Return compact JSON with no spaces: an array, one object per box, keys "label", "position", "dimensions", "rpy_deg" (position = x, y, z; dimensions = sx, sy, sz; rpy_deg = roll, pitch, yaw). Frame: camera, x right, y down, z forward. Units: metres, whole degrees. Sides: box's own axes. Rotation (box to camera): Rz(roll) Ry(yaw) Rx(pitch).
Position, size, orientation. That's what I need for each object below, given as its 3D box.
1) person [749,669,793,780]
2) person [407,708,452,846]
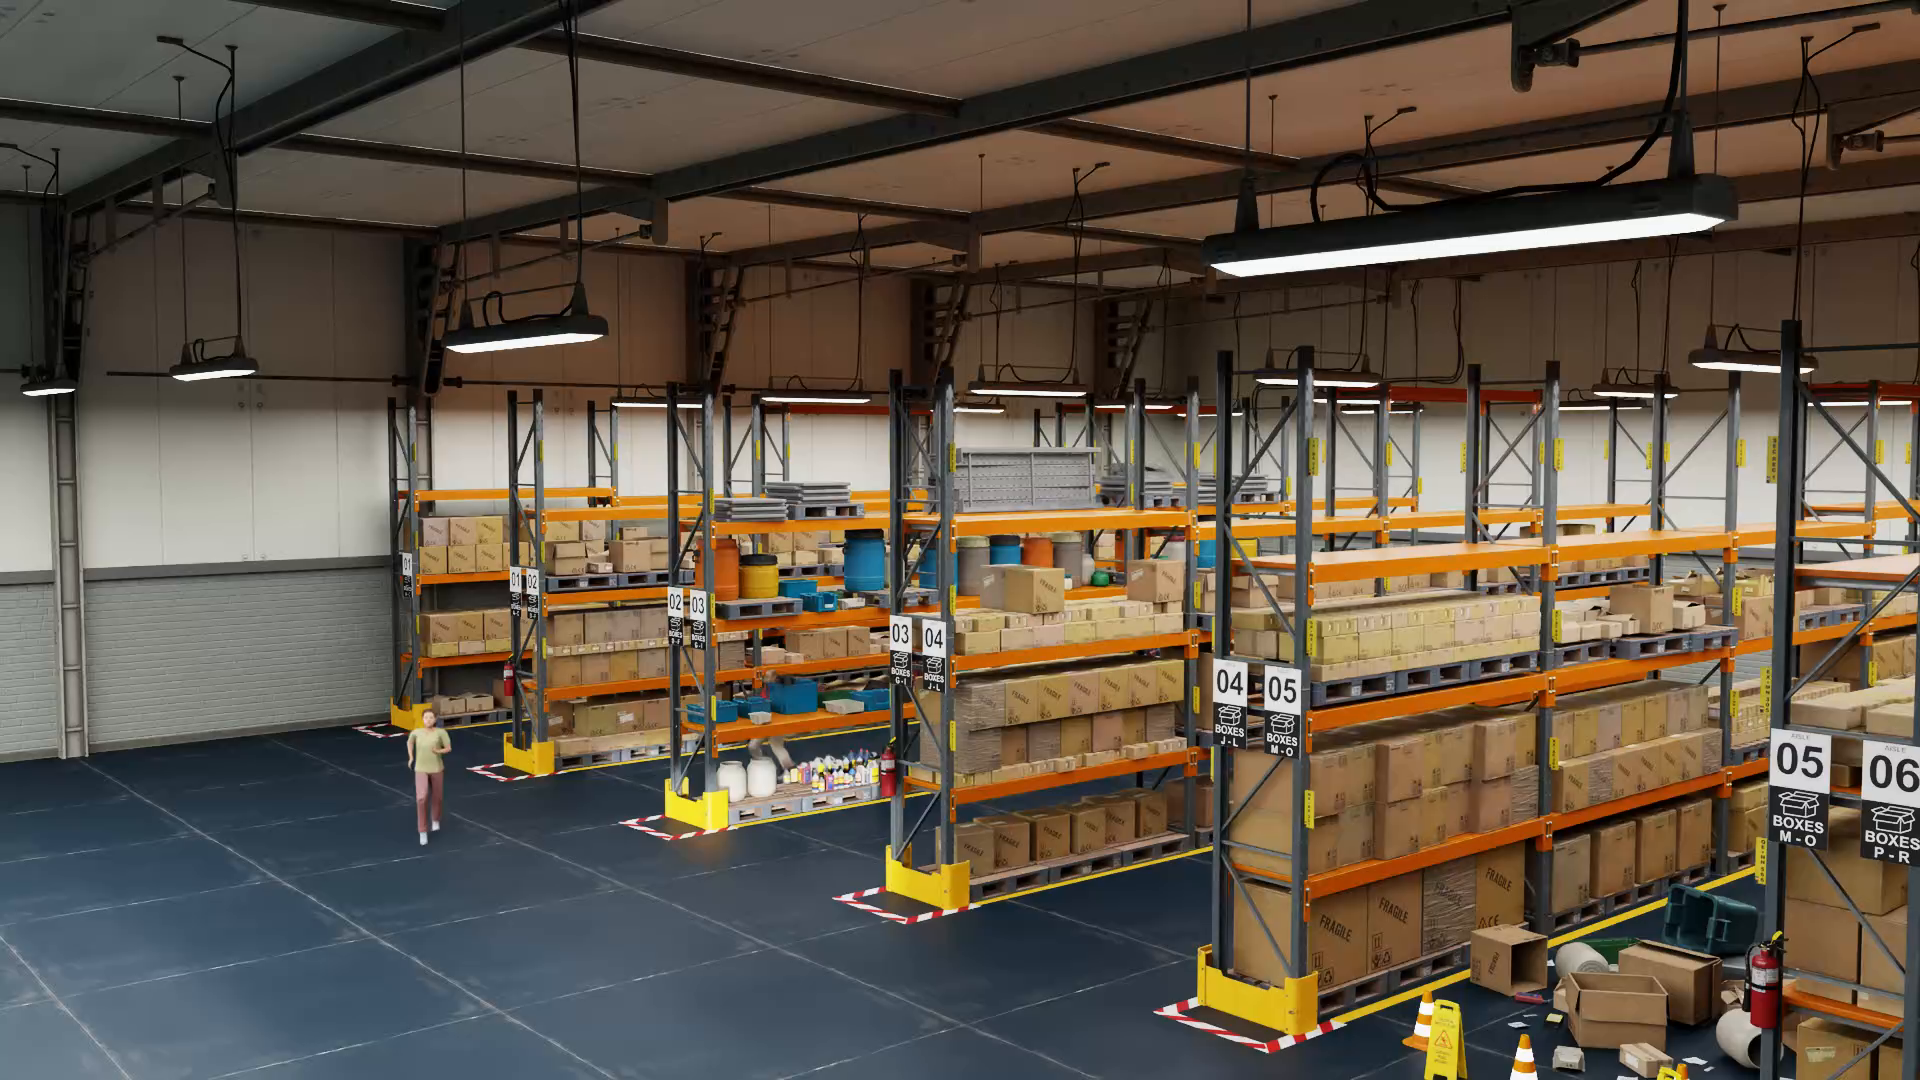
[{"label":"person","position":[-2.869,2.848,25.140],"dimensions":[0.779,1.800,0.635],"rpy_deg":[-3,5,-43]},{"label":"person","position":[-6.923,3.047,21.717],"dimensions":[0.555,1.714,0.838],"rpy_deg":[-1,3,-17]}]
